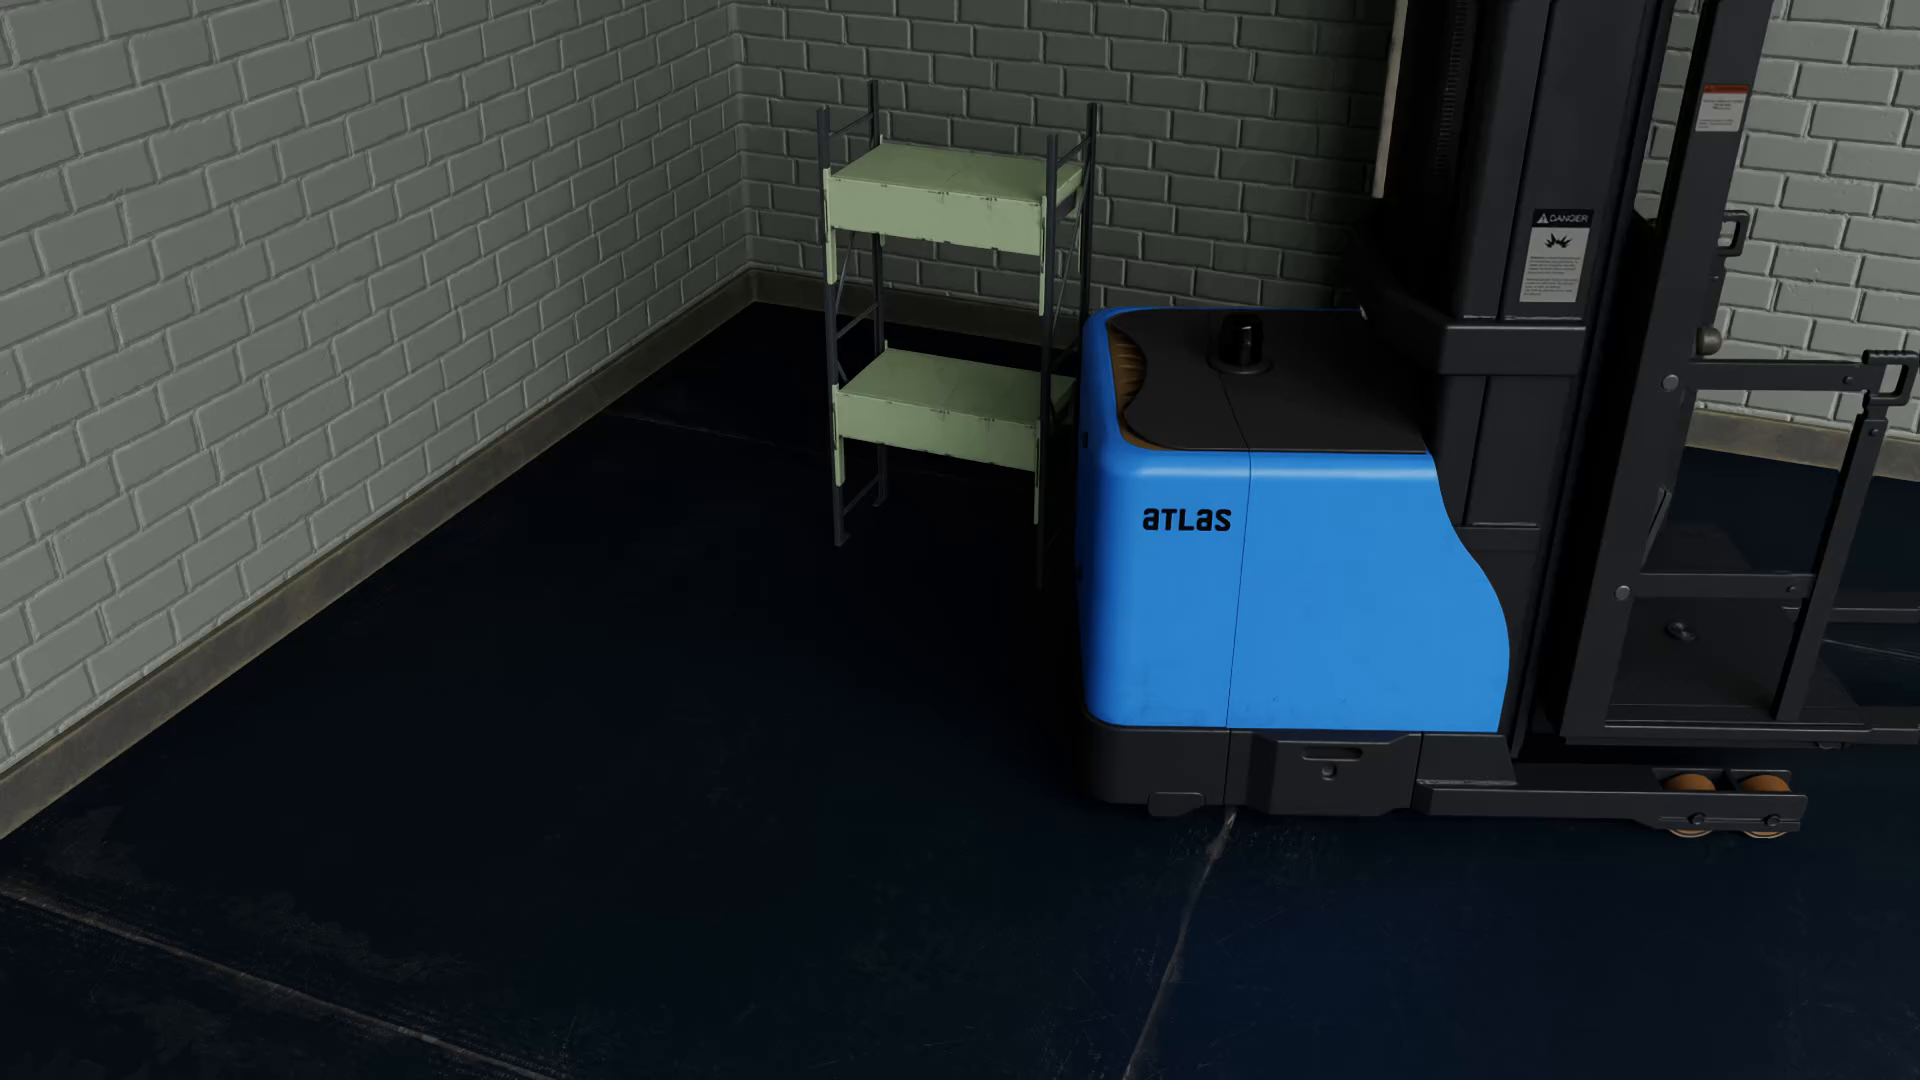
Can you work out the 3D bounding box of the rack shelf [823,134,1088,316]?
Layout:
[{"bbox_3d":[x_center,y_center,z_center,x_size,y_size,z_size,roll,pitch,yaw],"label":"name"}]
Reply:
[{"bbox_3d":[-0.006,-0.994,5.191,0.720,0.370,0.431,11,31,19],"label":"rack shelf"}]

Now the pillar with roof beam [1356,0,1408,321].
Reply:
[{"bbox_3d":[0.137,-2.460,0.956,0.400,9.000,9.100,11,31,19],"label":"pillar with roof beam"}]

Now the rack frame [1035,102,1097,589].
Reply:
[{"bbox_3d":[0.333,-0.586,5.263,0.023,1.500,0.400,11,31,19],"label":"rack frame"}]

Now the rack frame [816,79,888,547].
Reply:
[{"bbox_3d":[-0.345,-0.722,5.503,0.023,1.500,0.400,11,31,19],"label":"rack frame"}]

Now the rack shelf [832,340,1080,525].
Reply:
[{"bbox_3d":[-0.006,-0.370,5.544,0.720,0.370,0.431,11,31,19],"label":"rack shelf"}]

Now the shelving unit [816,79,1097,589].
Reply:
[{"bbox_3d":[-0.006,-0.654,5.383,0.755,1.500,0.431,11,31,19],"label":"shelving unit"}]

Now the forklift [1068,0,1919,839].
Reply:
[{"bbox_3d":[1.840,-0.758,4.113,3.031,2.935,1.130,1,29,1],"label":"forklift"}]
